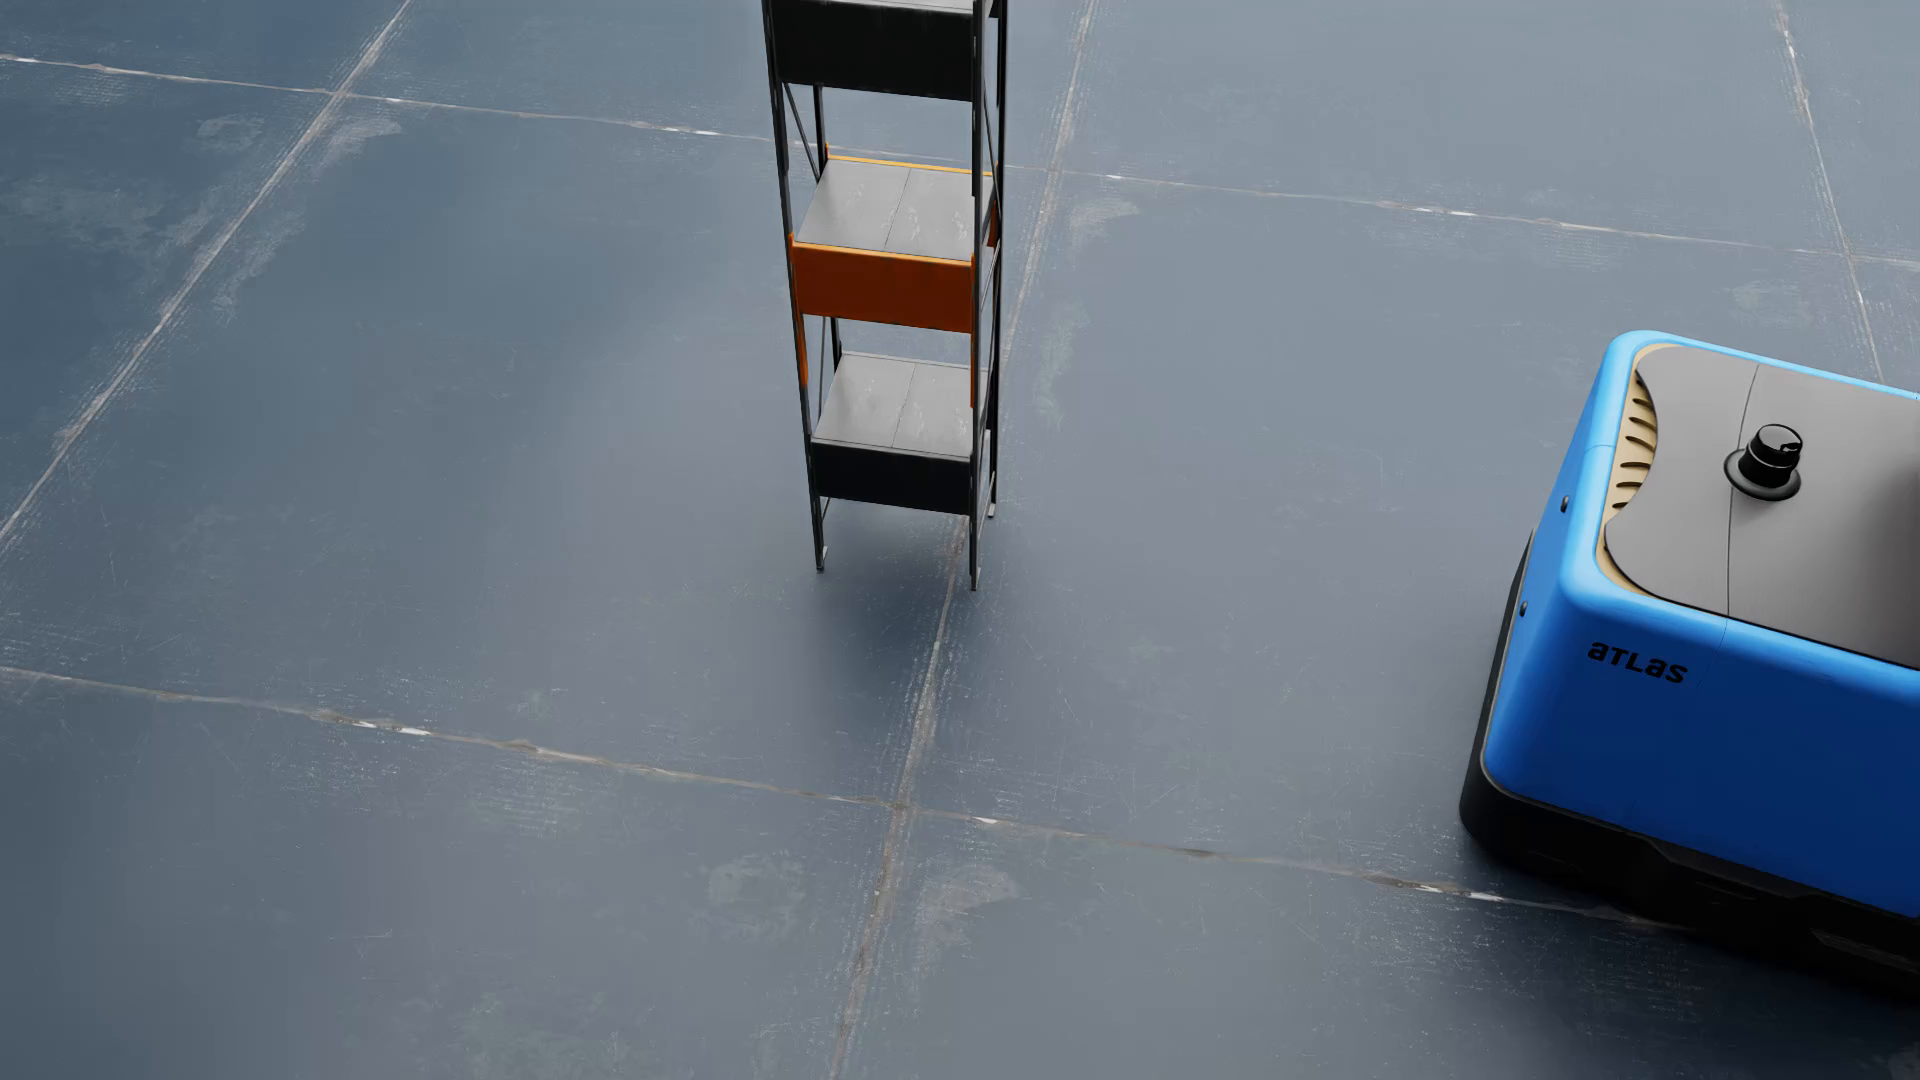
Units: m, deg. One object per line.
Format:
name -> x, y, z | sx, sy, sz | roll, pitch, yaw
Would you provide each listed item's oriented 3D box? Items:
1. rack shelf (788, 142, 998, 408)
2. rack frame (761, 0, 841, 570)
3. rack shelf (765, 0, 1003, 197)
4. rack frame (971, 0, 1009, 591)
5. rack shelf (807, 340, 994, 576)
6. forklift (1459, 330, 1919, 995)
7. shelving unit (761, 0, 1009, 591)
rack shelf -> -0.163, -0.715, 4.499 | 0.480, 0.518, 0.431 | 8, 49, 7
rack frame -> -0.403, -0.756, 4.518 | 0.015, 2.100, 0.400 | 8, 49, 7
rack shelf -> -0.163, -1.182, 3.978 | 0.480, 0.518, 0.431 | 8, 49, 7
rack frame -> 0.077, -0.691, 4.460 | 0.015, 2.100, 0.400 | 8, 49, 7
rack shelf -> -0.163, -0.247, 5.019 | 0.480, 0.518, 0.431 | 8, 49, 7
forklift -> 2.916, -0.083, 3.354 | 3.031, 2.935, 1.130 | 17, 50, 14
shelving unit -> -0.163, -0.724, 4.489 | 0.503, 2.100, 0.431 | 8, 49, 7
